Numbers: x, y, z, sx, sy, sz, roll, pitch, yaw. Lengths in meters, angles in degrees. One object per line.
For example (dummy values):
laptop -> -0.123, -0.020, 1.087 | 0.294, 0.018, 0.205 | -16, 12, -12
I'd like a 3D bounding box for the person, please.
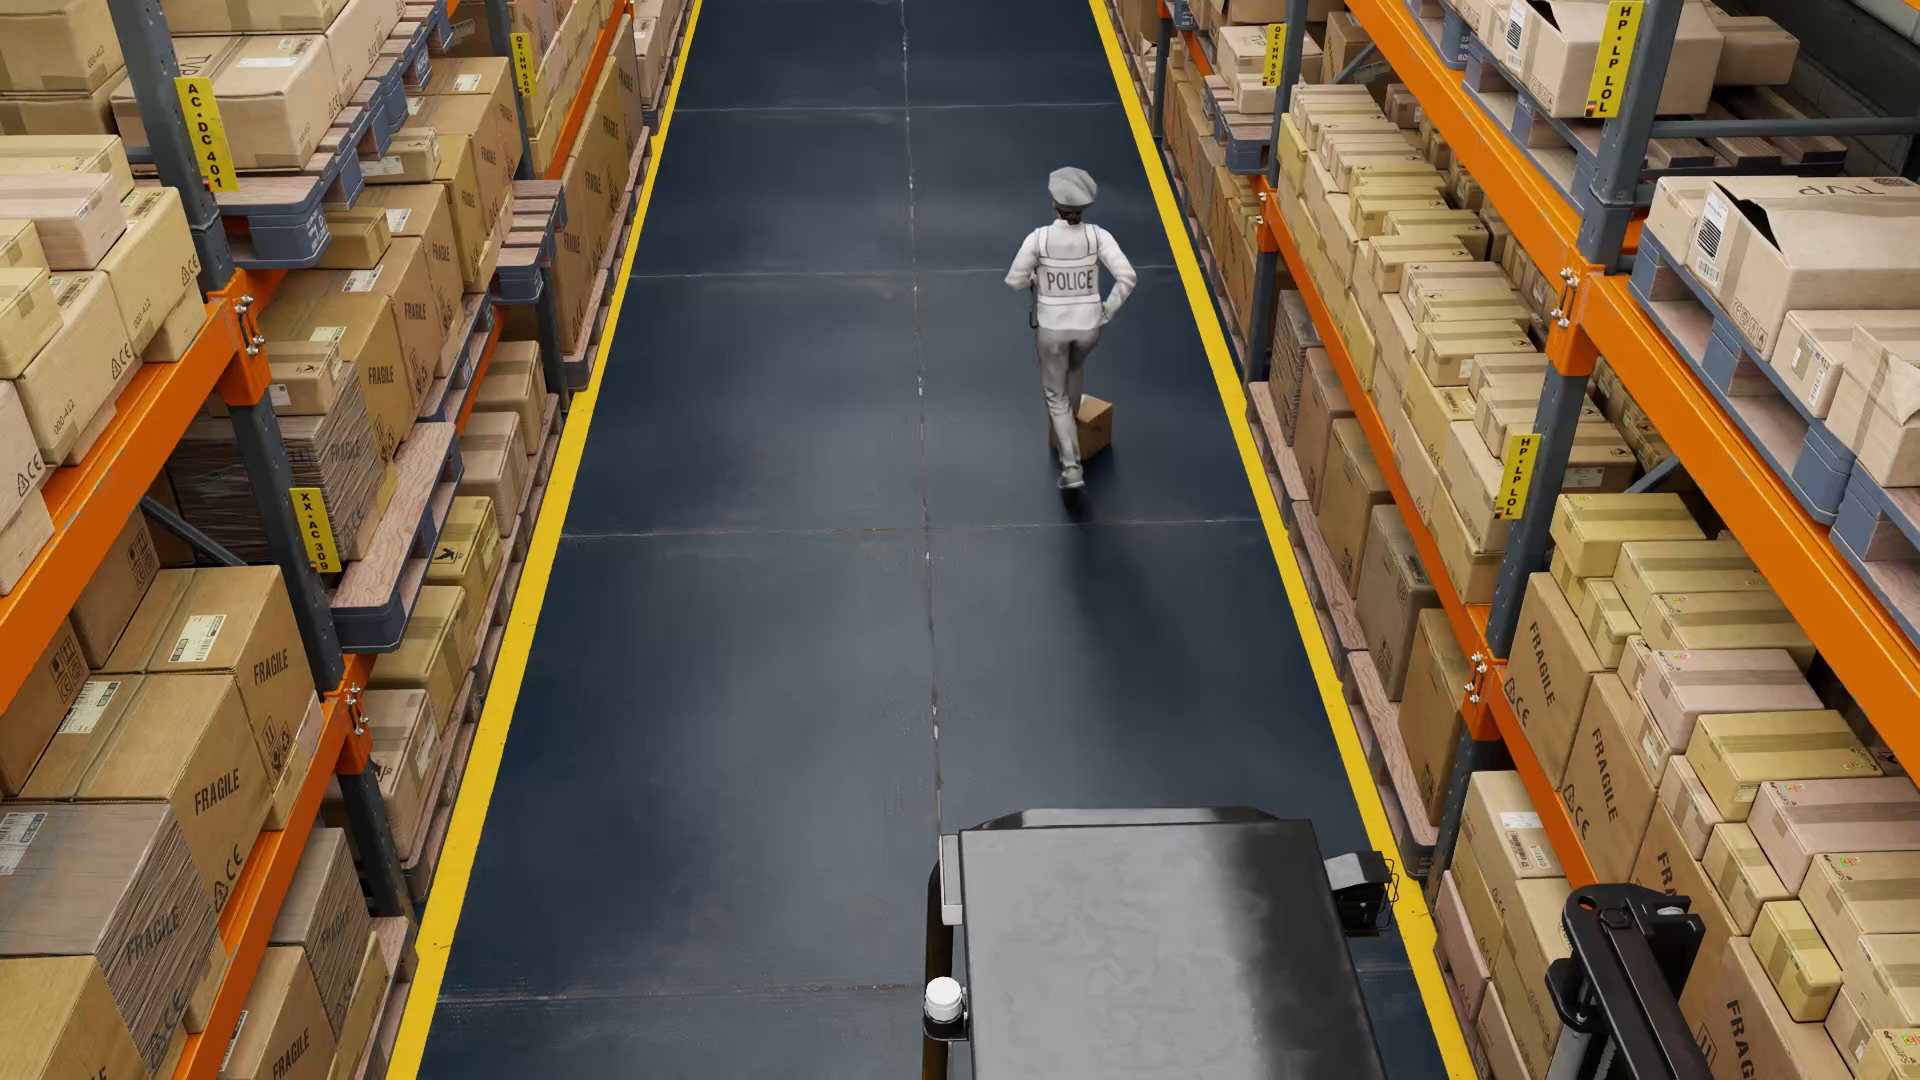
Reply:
person -> 0.566, -1.043, 8.649 | 0.626, 1.727, 0.814 | -7, 36, -10
